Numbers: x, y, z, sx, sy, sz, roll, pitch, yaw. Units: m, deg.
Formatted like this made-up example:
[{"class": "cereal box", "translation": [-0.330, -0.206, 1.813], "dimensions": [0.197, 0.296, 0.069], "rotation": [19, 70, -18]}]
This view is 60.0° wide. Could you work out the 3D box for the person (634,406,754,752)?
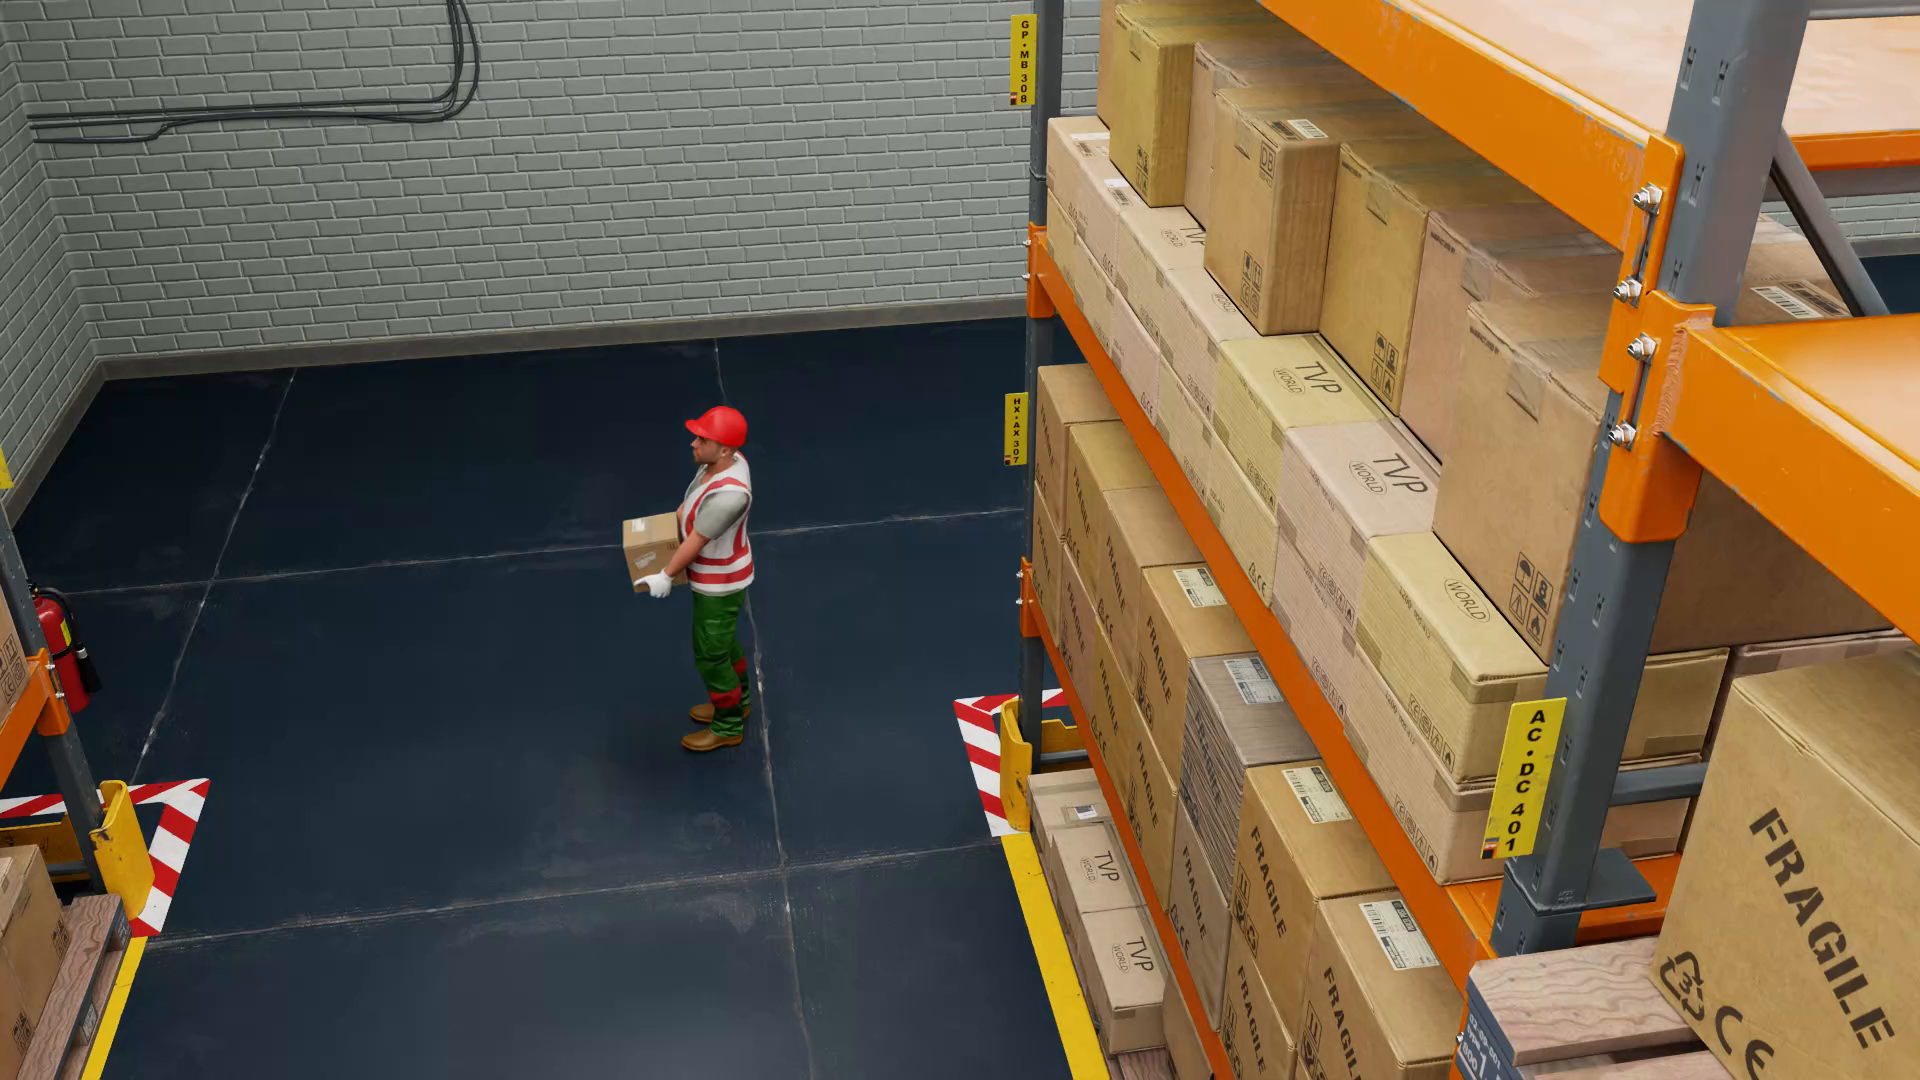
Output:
[{"class": "person", "translation": [-1.232, 0.193, 7.793], "dimensions": [0.571, 1.782, 0.493], "rotation": [-5, 31, -8]}]
